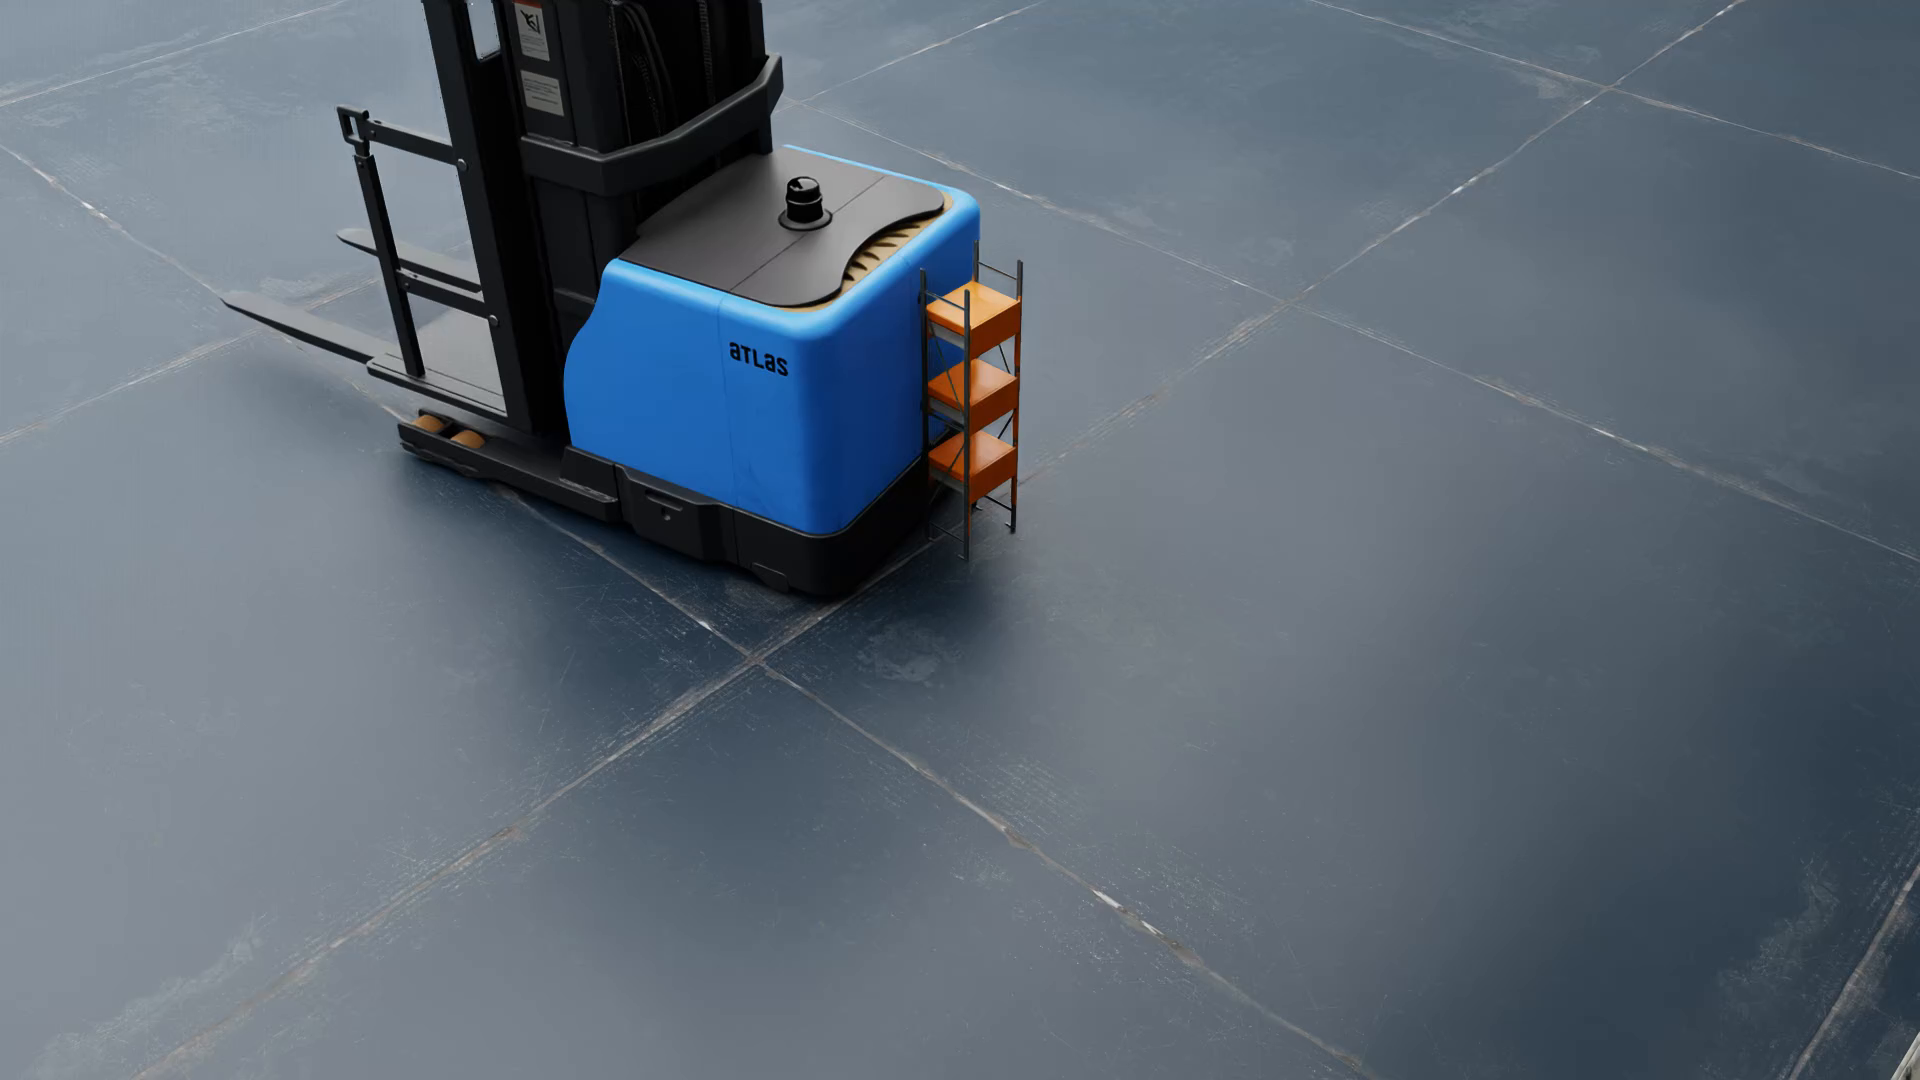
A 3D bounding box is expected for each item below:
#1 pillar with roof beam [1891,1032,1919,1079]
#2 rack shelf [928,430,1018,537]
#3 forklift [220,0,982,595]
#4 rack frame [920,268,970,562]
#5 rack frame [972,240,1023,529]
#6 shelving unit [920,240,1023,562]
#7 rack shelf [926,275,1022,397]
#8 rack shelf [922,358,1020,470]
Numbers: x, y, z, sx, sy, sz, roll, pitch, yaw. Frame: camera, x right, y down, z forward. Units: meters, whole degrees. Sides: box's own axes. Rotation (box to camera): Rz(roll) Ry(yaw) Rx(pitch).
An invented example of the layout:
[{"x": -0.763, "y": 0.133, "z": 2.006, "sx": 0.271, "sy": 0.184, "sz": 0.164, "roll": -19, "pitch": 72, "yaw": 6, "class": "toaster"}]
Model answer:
[{"x": -1.372, "y": -3.556, "z": 2.982, "sx": 9.100, "sy": 9.000, "sz": 0.400, "roll": 30, "pitch": 47, "yaw": 32, "class": "pillar with roof beam"}, {"x": 0.036, "y": -0.210, "z": 5.623, "sx": 0.215, "sy": 0.259, "sz": 0.240, "roll": 30, "pitch": 47, "yaw": 32, "class": "rack shelf"}, {"x": -1.454, "y": -1.640, "z": 5.447, "sx": 3.031, "sy": 2.935, "sz": 1.130, "roll": 20, "pitch": 43, "yaw": 23, "class": "forklift"}, {"x": -0.046, "y": -0.379, "z": 5.373, "sx": 0.200, "sy": 1.050, "sz": 0.008, "roll": 30, "pitch": 47, "yaw": 32, "class": "rack frame"}, {"x": 0.118, "y": -0.492, "z": 5.514, "sx": 0.200, "sy": 1.050, "sz": 0.008, "roll": 30, "pitch": 47, "yaw": 32, "class": "rack frame"}, {"x": 0.036, "y": -0.436, "z": 5.444, "sx": 0.215, "sy": 1.050, "sz": 0.252, "roll": 30, "pitch": 47, "yaw": 32, "class": "shelving unit"}, {"x": 0.036, "y": -0.649, "z": 5.274, "sx": 0.215, "sy": 0.259, "sz": 0.240, "roll": 30, "pitch": 47, "yaw": 32, "class": "rack shelf"}, {"x": 0.036, "y": -0.427, "z": 5.450, "sx": 0.215, "sy": 0.259, "sz": 0.240, "roll": 30, "pitch": 47, "yaw": 32, "class": "rack shelf"}]
